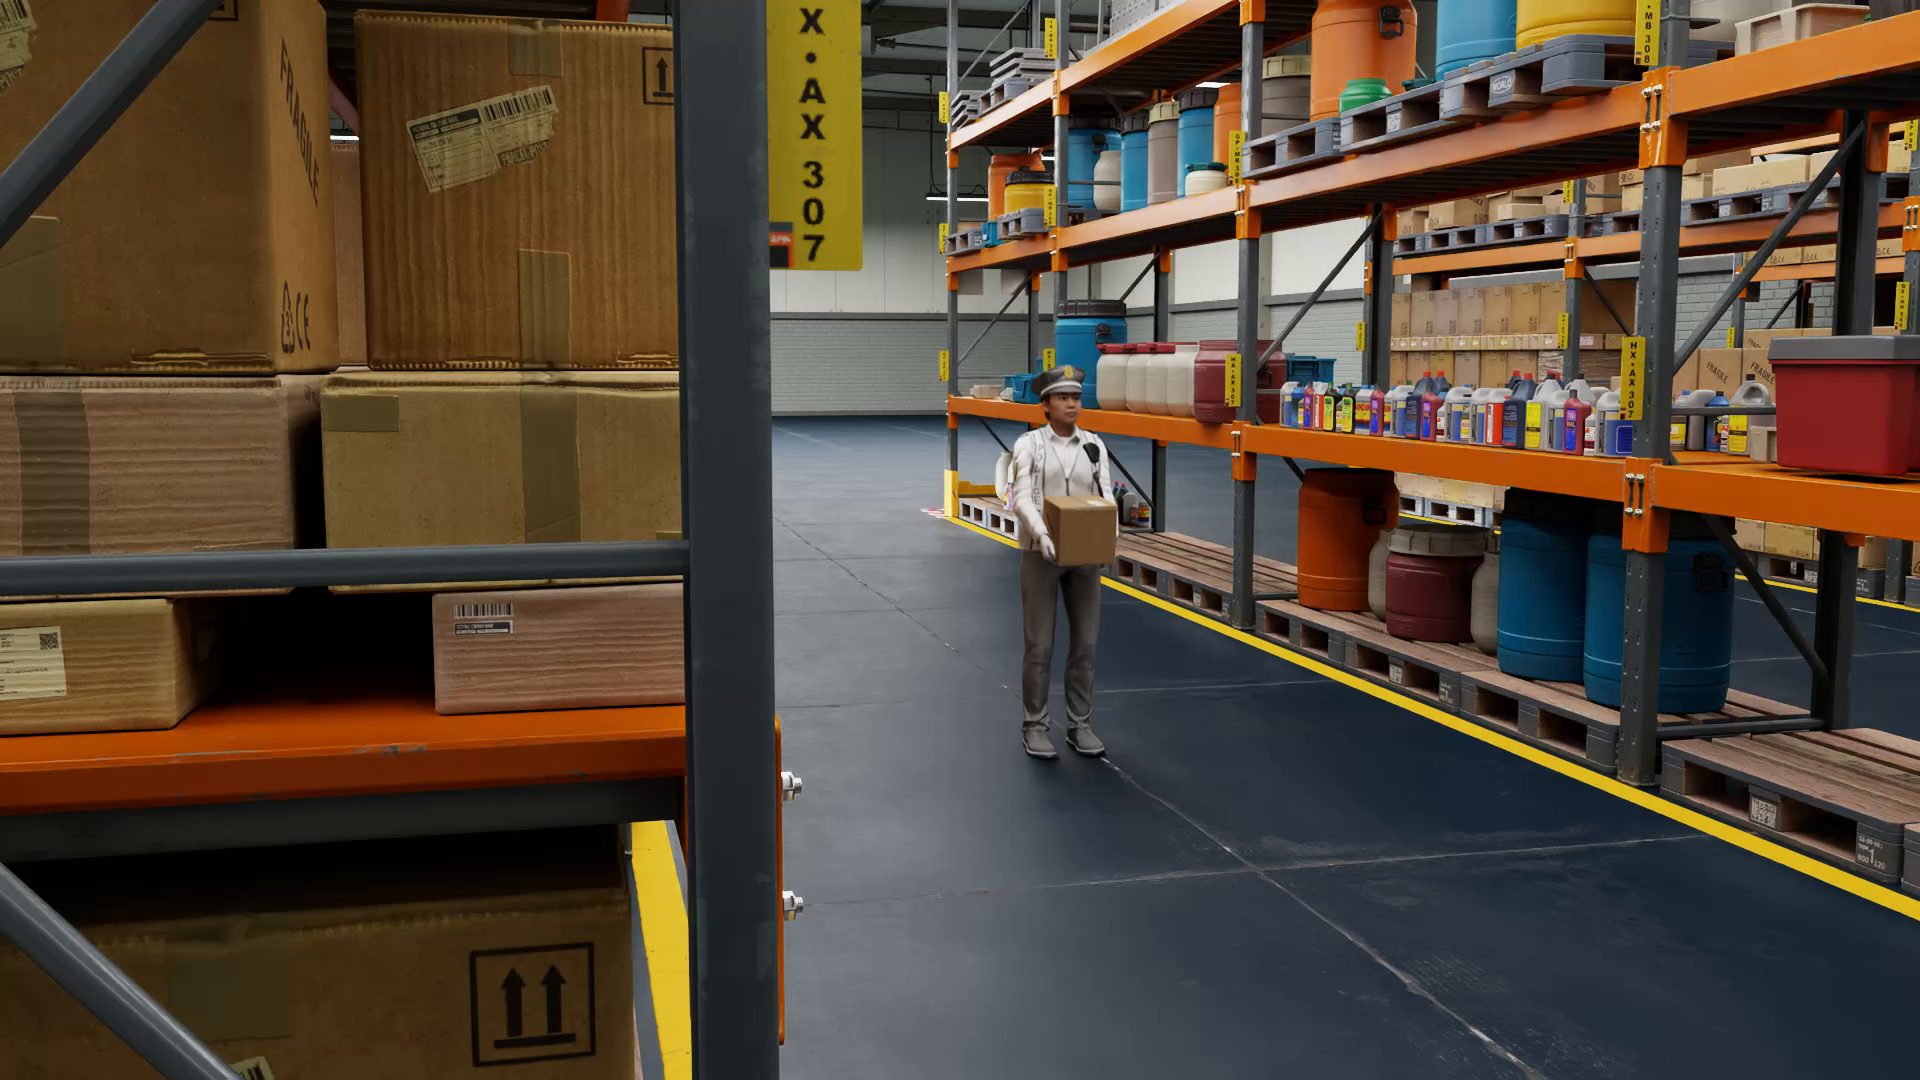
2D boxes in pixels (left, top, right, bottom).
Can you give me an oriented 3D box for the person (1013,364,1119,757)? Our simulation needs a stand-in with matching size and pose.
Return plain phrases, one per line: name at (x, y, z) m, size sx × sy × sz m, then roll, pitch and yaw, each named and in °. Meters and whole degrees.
person at (0.464, 0.086, 7.248) m, size 0.466 × 1.693 × 0.554 m, roll -2°, pitch 6°, yaw -14°
